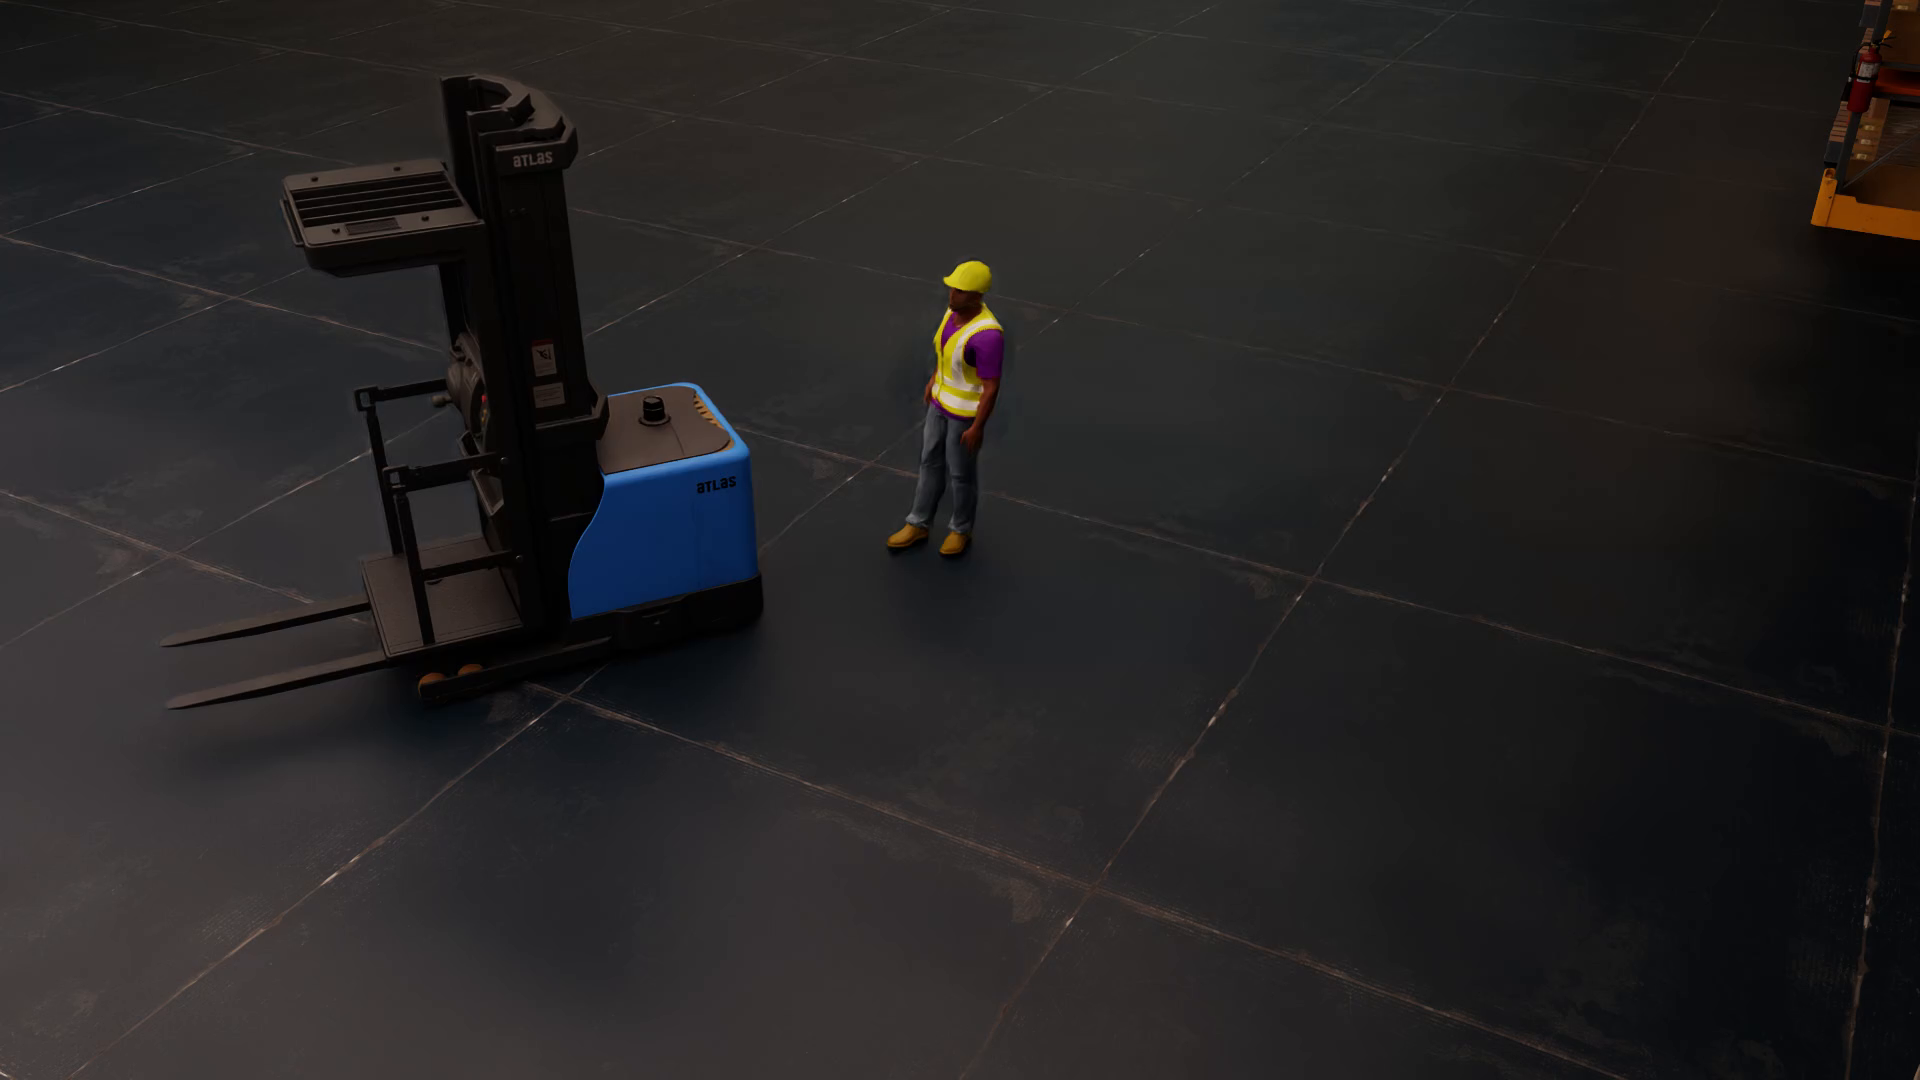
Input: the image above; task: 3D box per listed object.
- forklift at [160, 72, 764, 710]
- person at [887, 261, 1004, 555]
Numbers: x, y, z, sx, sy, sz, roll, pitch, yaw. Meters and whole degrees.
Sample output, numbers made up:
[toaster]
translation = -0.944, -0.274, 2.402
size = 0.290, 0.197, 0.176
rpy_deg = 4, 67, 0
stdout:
[forklift]
translation = -2.647, -0.721, 8.321
size = 3.031, 2.935, 1.130
rpy_deg = -13, 32, -21
[person]
translation = -0.108, -0.742, 9.514
size = 0.662, 1.768, 0.661
rpy_deg = -13, 32, -21
